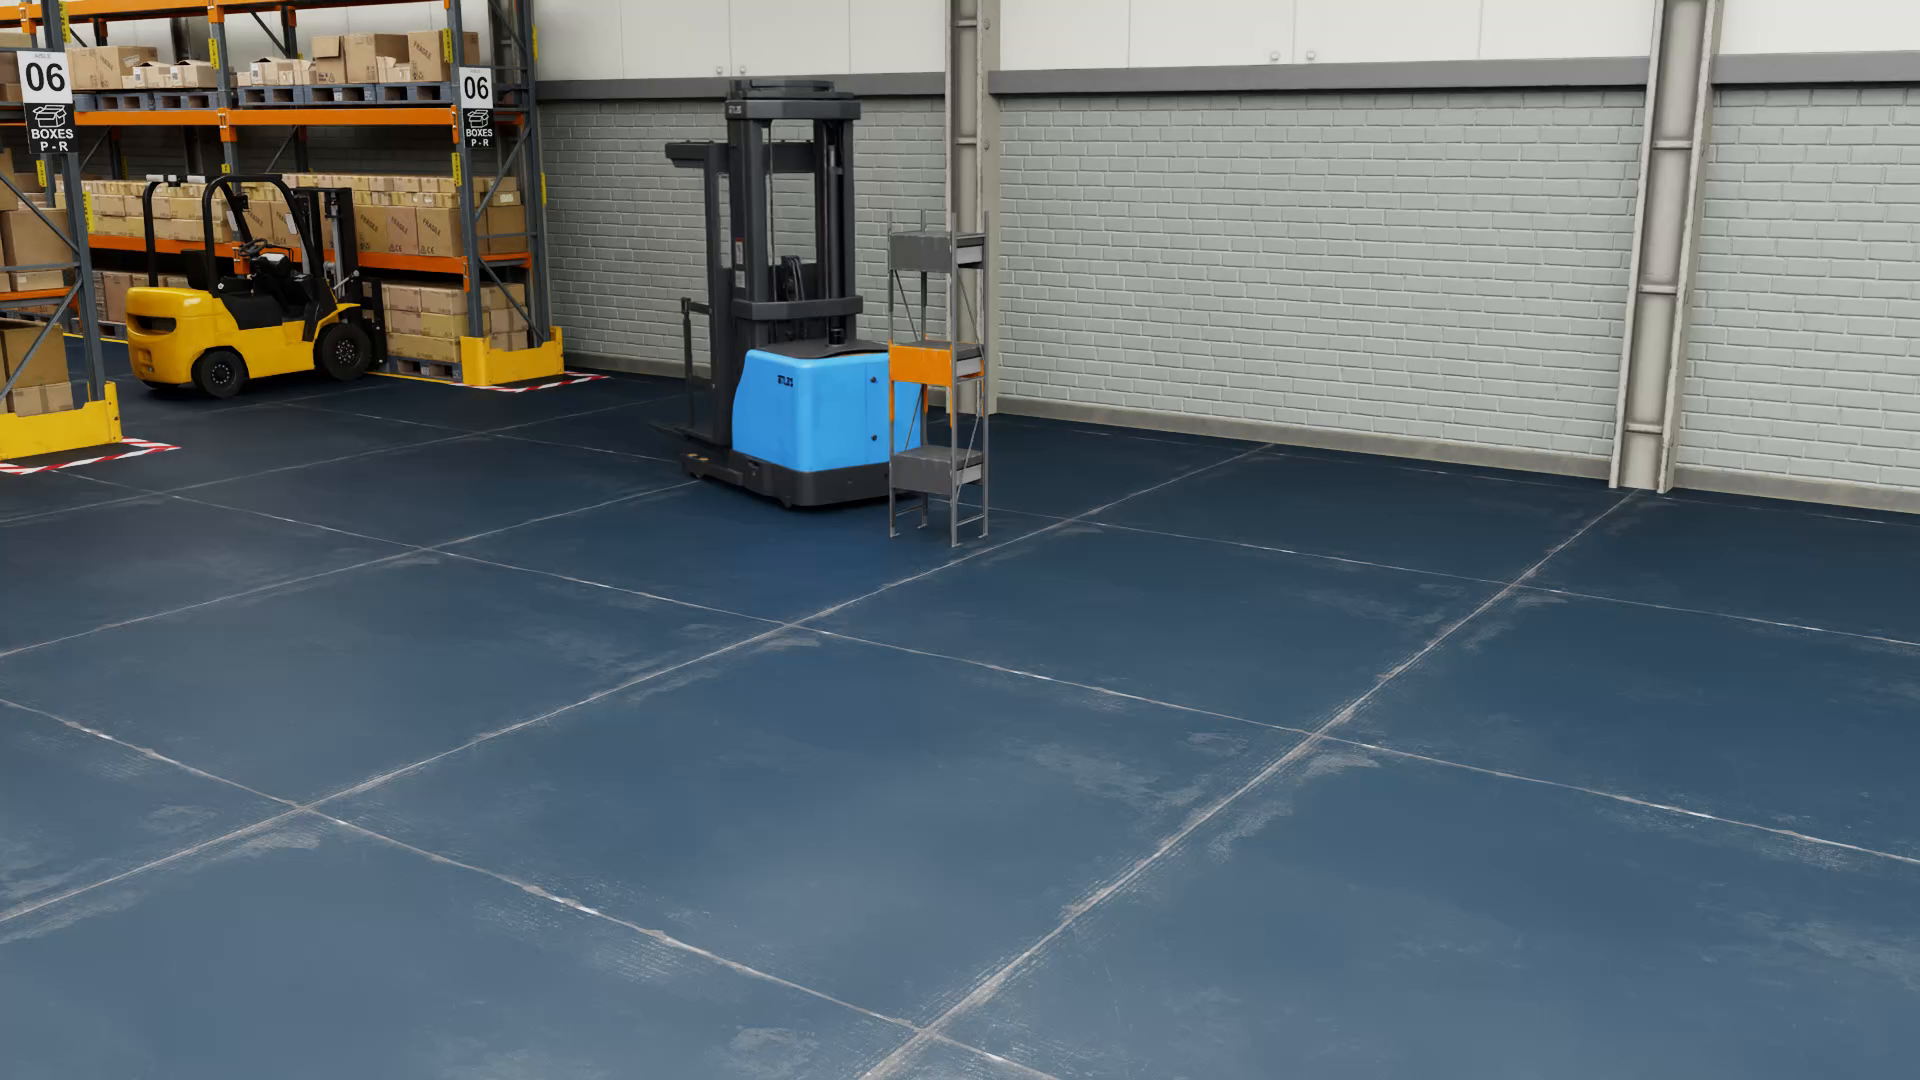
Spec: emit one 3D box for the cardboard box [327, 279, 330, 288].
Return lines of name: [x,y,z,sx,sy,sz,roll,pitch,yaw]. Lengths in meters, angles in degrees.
cardboard box: [-7.045,-2.820,18.738,0.500,0.250,0.500,10,17,35]

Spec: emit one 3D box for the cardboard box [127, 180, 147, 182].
cardboard box: [-10.585,-4.564,21.461,0.250,0.149,0.380,9,17,33]

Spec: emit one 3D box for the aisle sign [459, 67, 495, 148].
aisle sign: [-4.900,-4.386,16.887,0.004,0.787,0.394,9,17,33]

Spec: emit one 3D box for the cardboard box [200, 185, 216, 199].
cardboard box: [-8.741,-4.123,19.680,0.250,0.149,0.380,9,16,32]

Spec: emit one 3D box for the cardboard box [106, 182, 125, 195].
cardboard box: [-10.429,-4.401,20.800,0.250,0.149,0.380,9,17,33]

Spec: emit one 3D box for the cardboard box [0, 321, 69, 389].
cardboard box: [-8.092,-1.600,14.334,0.500,0.500,0.500,9,16,31]

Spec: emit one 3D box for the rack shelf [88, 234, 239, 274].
rack shelf: [-9.769,-3.647,20.809,4.000,0.370,1.077,9,17,33]

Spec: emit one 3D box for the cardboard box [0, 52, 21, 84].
cardboard box: [-7.826,-3.849,13.581,0.500,0.250,0.500,9,16,32]

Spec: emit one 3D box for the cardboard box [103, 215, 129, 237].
cardboard box: [-10.351,-3.947,20.837,0.500,0.250,0.500,9,16,31]

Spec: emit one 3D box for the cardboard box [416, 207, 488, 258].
cardboard box: [-5.345,-3.253,17.515,0.500,0.500,0.500,9,16,32]

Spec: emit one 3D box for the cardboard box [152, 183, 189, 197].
cardboard box: [-9.594,-4.258,20.223,0.250,0.149,0.380,9,17,33]

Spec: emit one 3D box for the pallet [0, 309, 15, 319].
pallet: [-13.035,-3.182,23.237,1.213,0.211,1.003,9,17,33]

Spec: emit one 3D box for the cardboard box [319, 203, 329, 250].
cardboard box: [-7.025,-3.530,18.634,0.500,0.500,0.500,9,17,32]

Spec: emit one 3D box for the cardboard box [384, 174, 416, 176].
cardboard box: [-6.217,-4.000,18.561,0.250,0.149,0.380,9,17,33]

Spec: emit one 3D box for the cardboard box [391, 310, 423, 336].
cardboard box: [-5.779,-2.375,17.984,0.500,0.250,0.500,9,17,32]

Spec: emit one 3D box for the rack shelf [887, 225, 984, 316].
rack shelf: [-0.137,-1.708,10.496,0.480,0.518,0.431,9,17,33]

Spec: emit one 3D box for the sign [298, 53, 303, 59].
sign: [-7.801,-5.584,19.655,0.005,0.325,0.100,9,17,33]

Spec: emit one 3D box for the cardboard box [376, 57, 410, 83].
cardboard box: [-5.858,-4.919,17.407,0.258,0.266,0.396,9,17,33]

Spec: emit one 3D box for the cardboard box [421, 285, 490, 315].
cardboard box: [-5.346,-2.545,17.630,0.500,0.250,0.500,10,17,35]

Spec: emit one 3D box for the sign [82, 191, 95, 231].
sign: [-7.255,-2.729,13.805,0.005,0.325,0.100,9,17,33]

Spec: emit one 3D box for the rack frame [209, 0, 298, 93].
rack frame: [-8.109,-6.640,18.918,0.127,3.000,1.000,9,17,33]

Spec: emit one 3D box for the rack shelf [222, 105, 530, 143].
rack shelf: [-6.450,-4.566,18.281,4.000,0.370,1.077,9,17,33]

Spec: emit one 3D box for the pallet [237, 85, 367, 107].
pallet: [-7.387,-5.031,18.848,1.213,0.211,1.003,9,17,33]

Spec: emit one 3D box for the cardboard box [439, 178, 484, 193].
cardboard box: [-5.205,-3.705,17.370,0.250,0.149,0.380,9,17,33]

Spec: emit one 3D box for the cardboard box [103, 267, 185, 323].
cardboard box: [-10.372,-3.143,21.344,0.625,0.625,0.875,10,17,35]

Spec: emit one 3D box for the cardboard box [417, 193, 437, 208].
cardboard box: [-5.463,-3.573,17.458,0.250,0.149,0.380,9,17,34]

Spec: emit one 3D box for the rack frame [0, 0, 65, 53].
rack frame: [-7.557,-5.113,12.751,0.127,3.000,1.000,9,17,33]

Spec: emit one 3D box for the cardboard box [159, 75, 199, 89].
cardboard box: [-9.191,-5.401,19.597,0.250,0.149,0.380,9,17,33]

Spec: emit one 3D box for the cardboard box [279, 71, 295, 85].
cardboard box: [-7.269,-5.090,18.342,0.250,0.149,0.380,10,17,34]

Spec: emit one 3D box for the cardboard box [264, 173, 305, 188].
cardboard box: [-7.733,-4.120,19.047,0.250,0.149,0.380,9,17,34]

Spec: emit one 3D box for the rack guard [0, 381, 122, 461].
rack guard: [-7.620,-0.998,13.813,0.348,0.500,1.175,9,17,33]

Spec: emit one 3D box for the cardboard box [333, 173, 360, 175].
cardboard box: [-7.021,-4.157,19.196,0.250,0.149,0.380,9,16,32]

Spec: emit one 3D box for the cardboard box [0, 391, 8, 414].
cardboard box: [-8.398,-1.128,13.986,0.500,0.250,0.500,9,17,33]

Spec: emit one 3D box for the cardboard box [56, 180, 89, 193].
cardboard box: [-11.328,-4.526,21.306,0.250,0.149,0.380,10,17,34]

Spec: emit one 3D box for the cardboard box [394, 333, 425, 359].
cardboard box: [-5.764,-2.129,18.029,0.500,0.250,0.500,9,17,33]

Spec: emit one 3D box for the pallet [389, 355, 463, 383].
pallet: [-5.448,-1.932,18.187,1.213,0.211,1.003,9,17,33]

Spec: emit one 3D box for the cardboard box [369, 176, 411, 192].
cardboard box: [-6.103,-3.823,17.845,0.250,0.149,0.380,10,17,34]

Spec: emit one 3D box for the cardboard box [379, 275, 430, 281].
cardboard box: [-6.330,-2.853,18.875,0.500,0.250,0.500,9,16,32]

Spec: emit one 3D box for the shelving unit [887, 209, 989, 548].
shelving unit: [-0.137,-1.041,10.661,0.503,2.100,0.431,9,17,33]

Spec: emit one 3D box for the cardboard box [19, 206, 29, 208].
cardboard box: [-8.227,-2.581,14.182,0.500,0.500,0.500,10,17,35]

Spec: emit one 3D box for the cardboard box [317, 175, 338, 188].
cardboard box: [-6.897,-3.976,18.467,0.250,0.149,0.380,9,17,33]

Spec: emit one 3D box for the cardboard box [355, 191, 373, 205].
cardboard box: [-6.312,-3.712,18.019,0.250,0.149,0.380,9,17,33]

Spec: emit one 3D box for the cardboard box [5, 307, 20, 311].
cardboard box: [-12.744,-3.407,22.673,0.500,0.500,0.500,10,17,35]

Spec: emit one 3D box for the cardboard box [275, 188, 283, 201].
cardboard box: [-7.544,-3.932,18.907,0.250,0.149,0.380,9,17,33]

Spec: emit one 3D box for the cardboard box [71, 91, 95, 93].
cardboard box: [-11.598,-5.937,21.806,0.250,0.149,0.380,9,17,33]

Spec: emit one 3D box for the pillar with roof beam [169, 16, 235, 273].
pillar with roof beam: [-12.246,-6.323,17.637,0.400,9.000,9.100,9,17,33]

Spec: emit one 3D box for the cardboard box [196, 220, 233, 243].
cardboard box: [-8.674,-3.670,19.719,0.500,0.250,0.500,10,17,34]

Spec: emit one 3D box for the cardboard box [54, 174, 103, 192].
cardboard box: [-11.768,-4.617,22.148,0.500,0.500,0.500,10,17,35]

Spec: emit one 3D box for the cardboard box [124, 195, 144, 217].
cardboard box: [-9.920,-4.121,20.500,0.500,0.250,0.500,9,17,34]

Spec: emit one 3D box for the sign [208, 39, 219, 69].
sign: [-8.404,-5.478,18.736,0.005,0.325,0.100,9,17,33]

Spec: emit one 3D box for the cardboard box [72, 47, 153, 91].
cardboard box: [-10.489,-5.827,20.589,0.500,0.500,0.700,9,16,32]

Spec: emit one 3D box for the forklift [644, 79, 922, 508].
forklift: [-1.509,-1.945,12.582,1.130,2.935,3.031,-9,17,-34]
